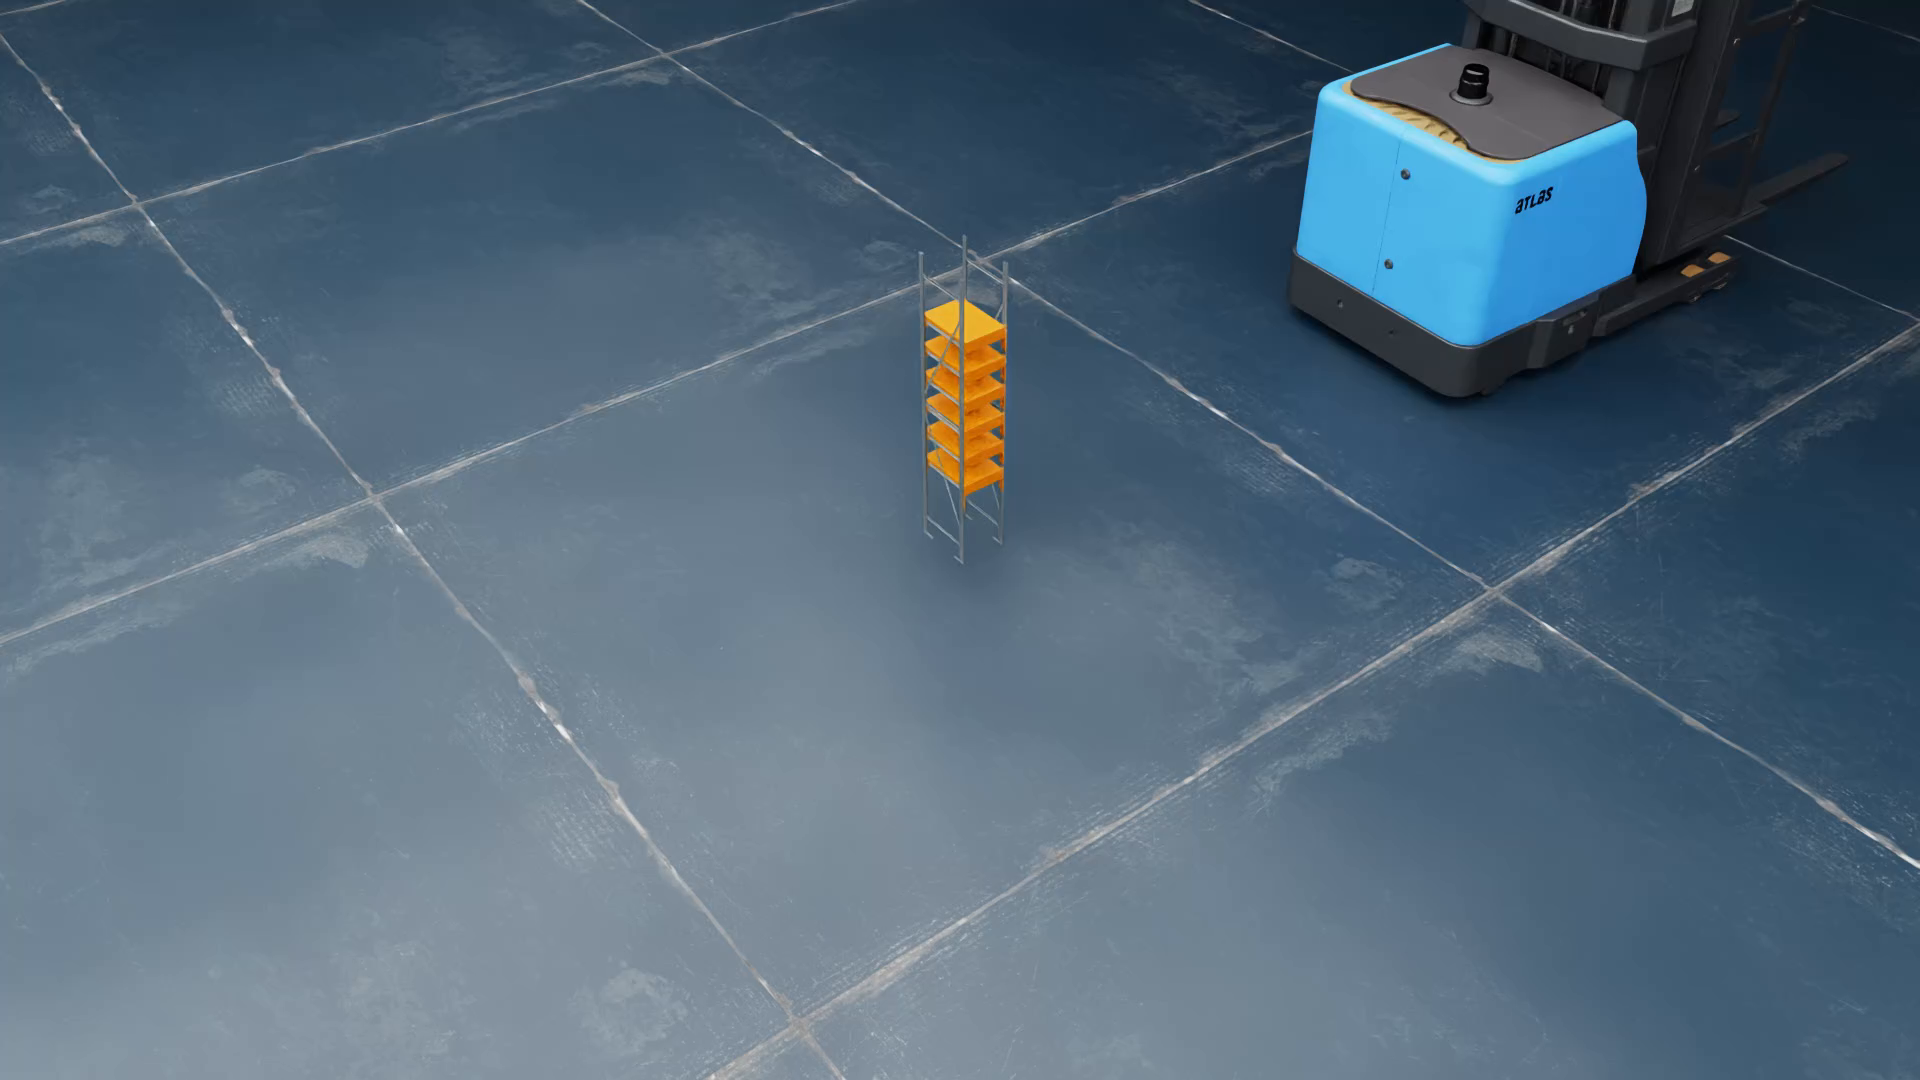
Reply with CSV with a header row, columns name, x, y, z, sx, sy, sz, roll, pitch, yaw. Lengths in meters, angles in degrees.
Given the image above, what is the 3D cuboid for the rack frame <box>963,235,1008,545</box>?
name,x,y,z,sx,sy,sz,roll,pitch,yaw
rack frame,0.084,-0.505,5.919,0.006,1.200,0.240,-26,46,-28

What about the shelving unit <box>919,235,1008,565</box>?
name,x,y,z,sx,sy,sz,roll,pitch,yaw
shelving unit,0.011,-0.469,5.876,0.189,1.200,0.258,-26,46,-28

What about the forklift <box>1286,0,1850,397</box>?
name,x,y,z,sx,sy,sz,roll,pitch,yaw
forklift,2.961,-2.466,6.945,3.031,2.935,1.130,-24,45,-27

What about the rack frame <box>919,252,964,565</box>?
name,x,y,z,sx,sy,sz,roll,pitch,yaw
rack frame,-0.061,-0.434,5.833,0.006,1.200,0.240,-26,46,-28

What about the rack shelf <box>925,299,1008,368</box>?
name,x,y,z,sx,sy,sz,roll,pitch,yaw
rack shelf,0.011,-0.713,5.676,0.180,0.103,0.258,-26,46,-28

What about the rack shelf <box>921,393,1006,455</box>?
name,x,y,z,sx,sy,sz,roll,pitch,yaw
rack shelf,0.011,-0.435,5.904,0.180,0.103,0.258,-26,46,-28

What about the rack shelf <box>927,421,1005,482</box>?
name,x,y,z,sx,sy,sz,roll,pitch,yaw
rack shelf,0.011,-0.342,5.981,0.180,0.103,0.258,-26,46,-28

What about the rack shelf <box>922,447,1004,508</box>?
name,x,y,z,sx,sy,sz,roll,pitch,yaw
rack shelf,0.011,-0.250,6.057,0.180,0.103,0.258,-26,46,-28

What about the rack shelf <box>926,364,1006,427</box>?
name,x,y,z,sx,sy,sz,roll,pitch,yaw
rack shelf,0.011,-0.528,5.828,0.180,0.103,0.258,-26,46,-28

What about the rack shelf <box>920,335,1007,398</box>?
name,x,y,z,sx,sy,sz,roll,pitch,yaw
rack shelf,0.011,-0.621,5.752,0.180,0.103,0.258,-26,46,-28
